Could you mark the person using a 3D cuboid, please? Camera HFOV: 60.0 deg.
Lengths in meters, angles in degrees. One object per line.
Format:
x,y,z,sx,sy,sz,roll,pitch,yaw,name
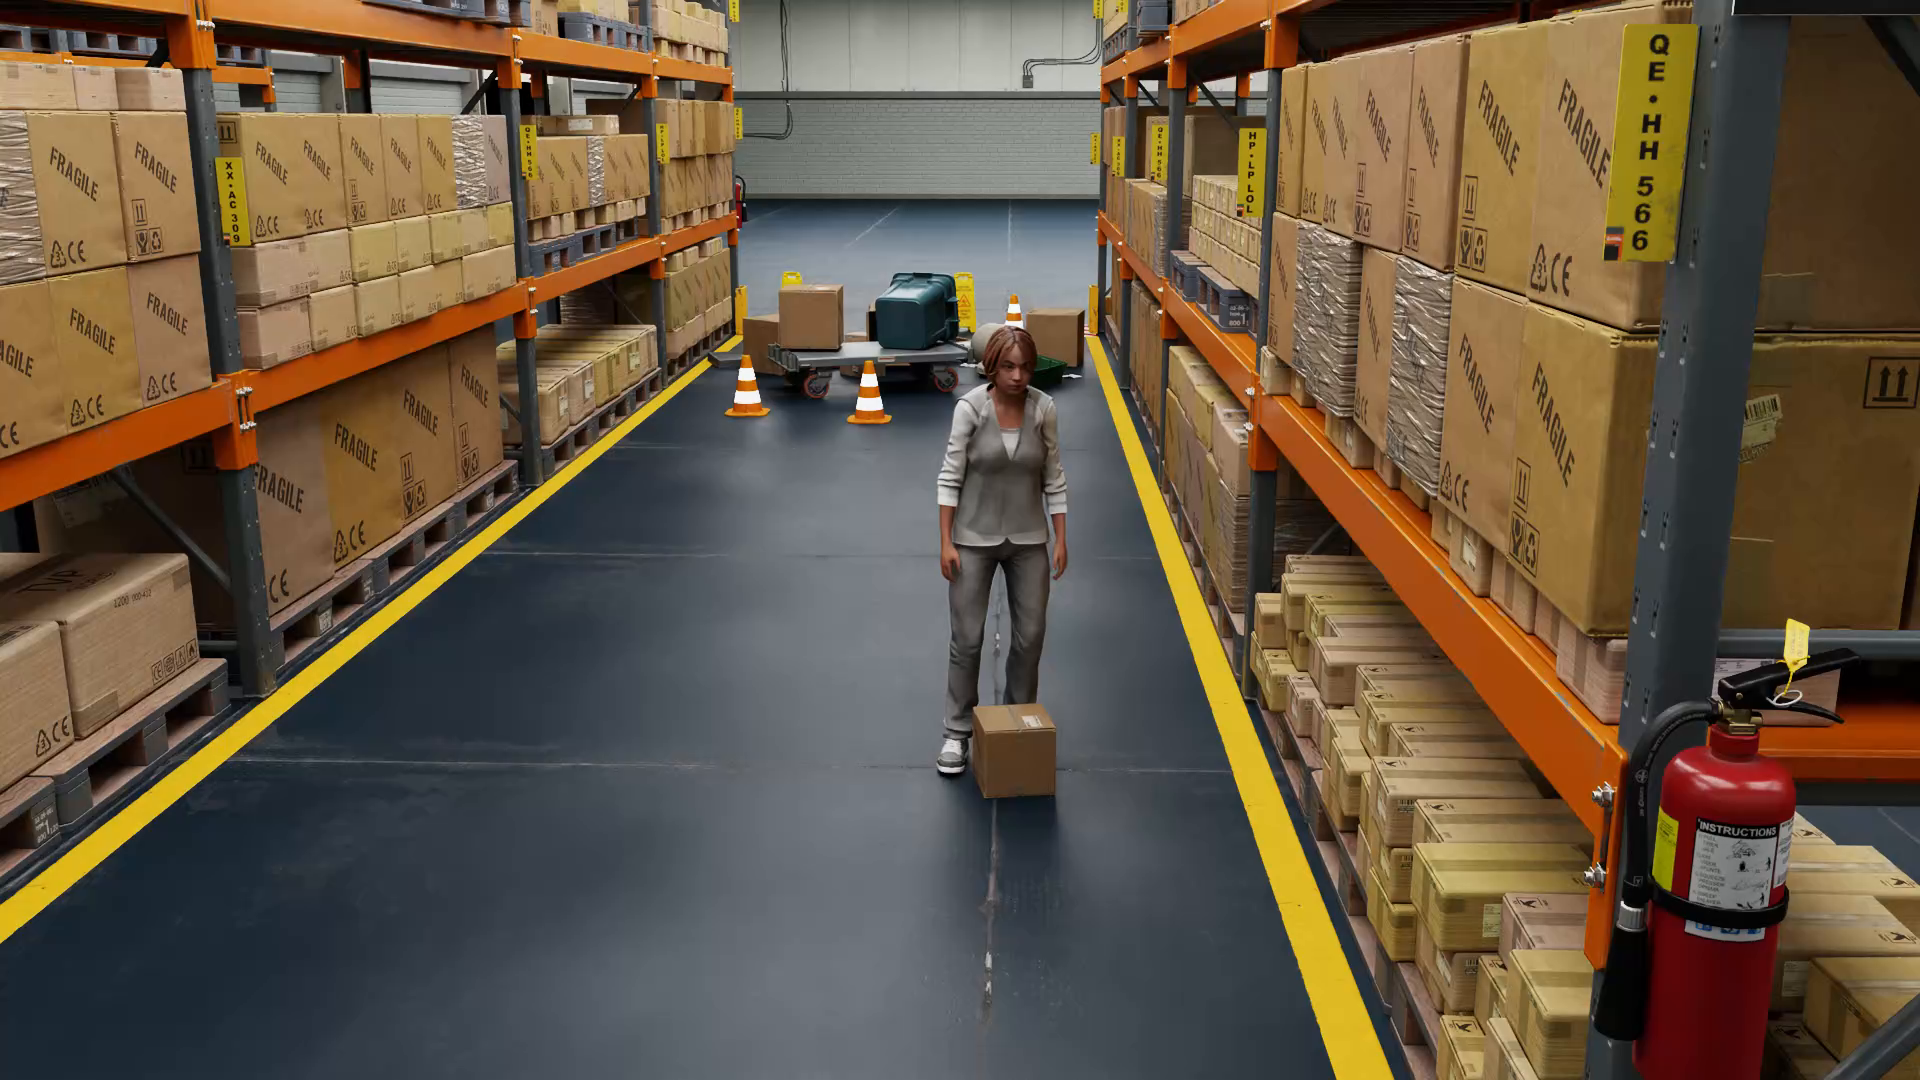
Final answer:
0.145,0.031,5.901,0.484,1.594,0.341,-2,14,-9,person
